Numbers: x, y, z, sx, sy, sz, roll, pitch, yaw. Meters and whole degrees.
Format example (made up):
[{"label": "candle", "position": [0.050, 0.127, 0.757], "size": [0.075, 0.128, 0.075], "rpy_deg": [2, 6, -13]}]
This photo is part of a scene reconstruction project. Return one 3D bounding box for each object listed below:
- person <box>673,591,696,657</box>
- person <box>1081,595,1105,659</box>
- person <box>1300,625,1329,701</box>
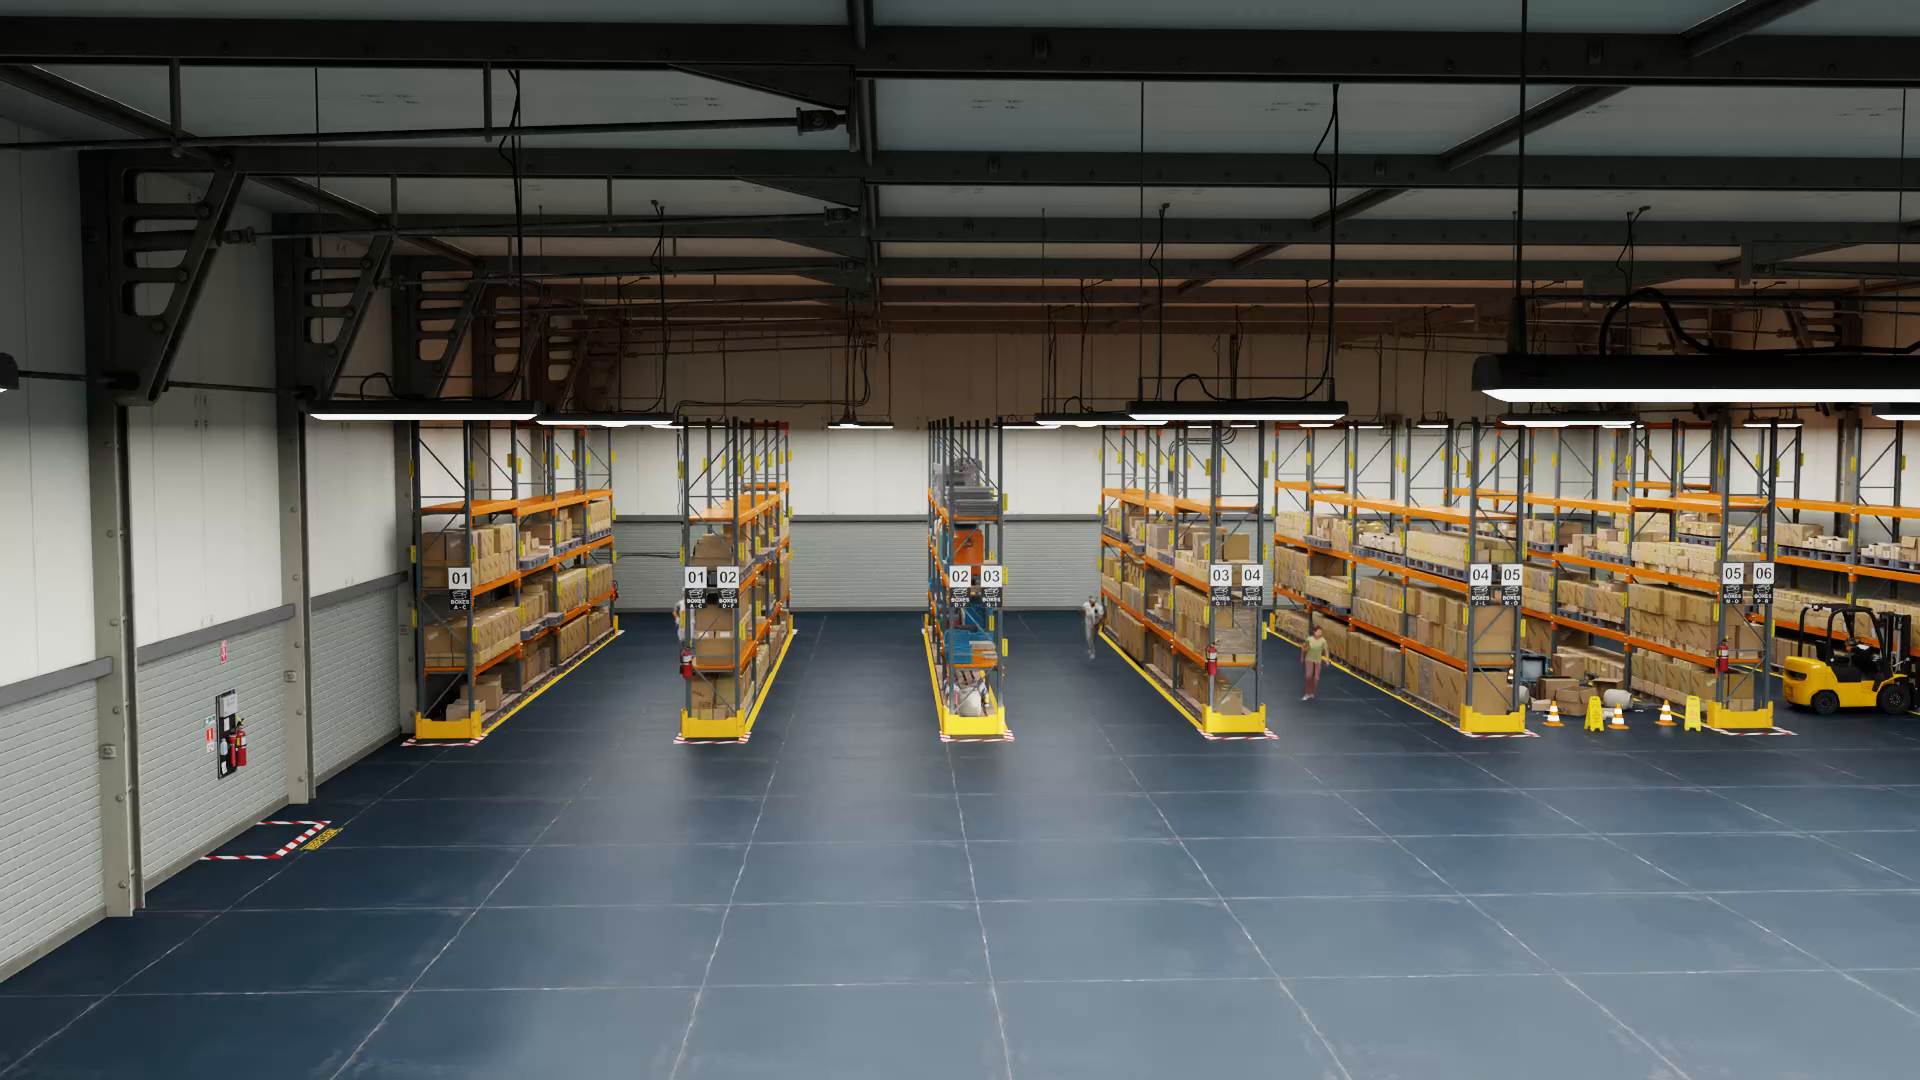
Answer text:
[{"label": "person", "position": [-6.871, 2.126, 41.734], "size": [0.654, 1.743, 0.585], "rpy_deg": [0, 4, -6]}, {"label": "person", "position": [3.230, 2.081, 40.340], "size": [0.568, 1.553, 0.983], "rpy_deg": [0, 4, 6]}, {"label": "person", "position": [7.562, 2.607, 35.487], "size": [0.560, 1.628, 0.704], "rpy_deg": [0, 4, -2]}]
